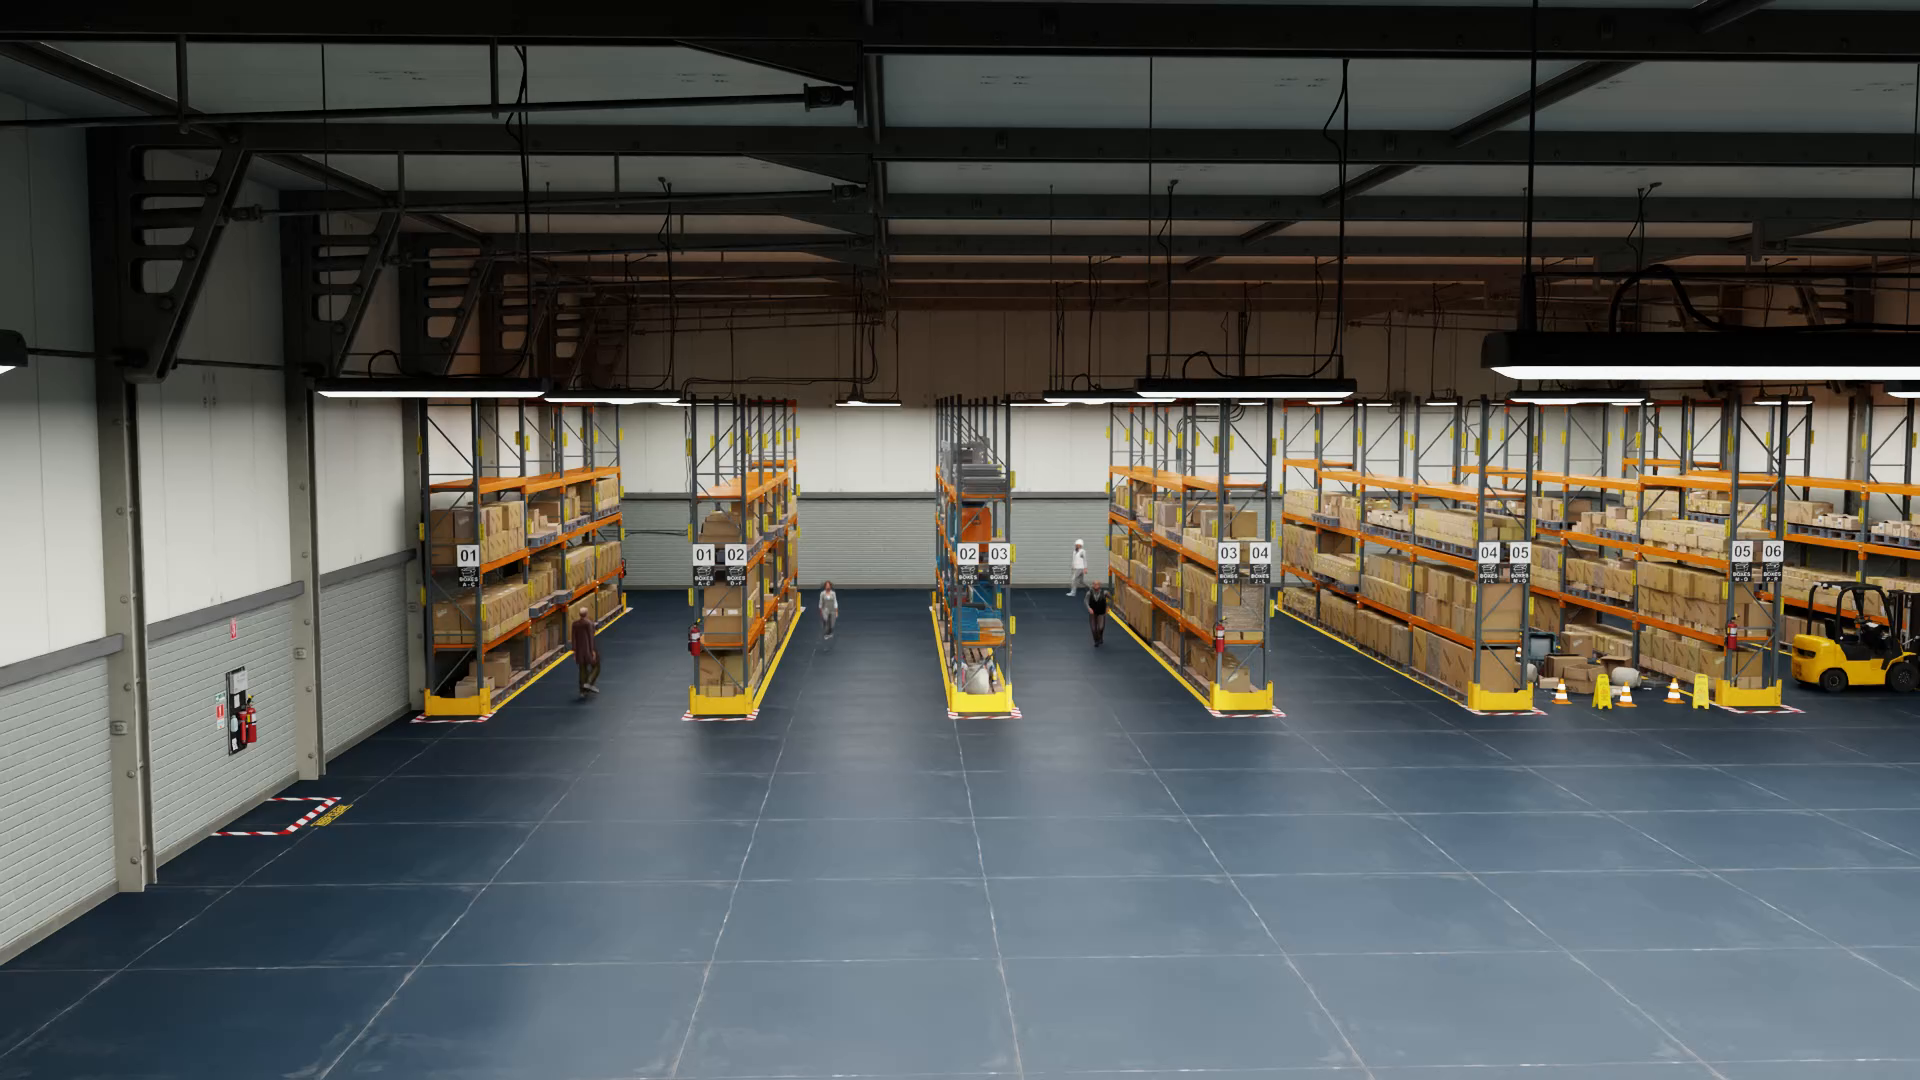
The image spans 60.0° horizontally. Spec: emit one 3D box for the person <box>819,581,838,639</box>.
[{"bbox_3d":[-3.134,1.663,39.556,0.442,1.379,0.966,-1,5,-8],"label":"person"}]

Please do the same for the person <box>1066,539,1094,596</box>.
[{"bbox_3d":[3.678,0.846,50.896,0.949,1.741,0.516,-1,5,-13],"label":"person"}]

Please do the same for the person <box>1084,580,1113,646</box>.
[{"bbox_3d":[3.328,1.763,39.967,0.701,1.635,0.716,1,5,7],"label":"person"}]

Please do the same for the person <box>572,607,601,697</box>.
[{"bbox_3d":[-7.466,2.225,33.105,0.618,1.769,0.555,1,5,11],"label":"person"}]
